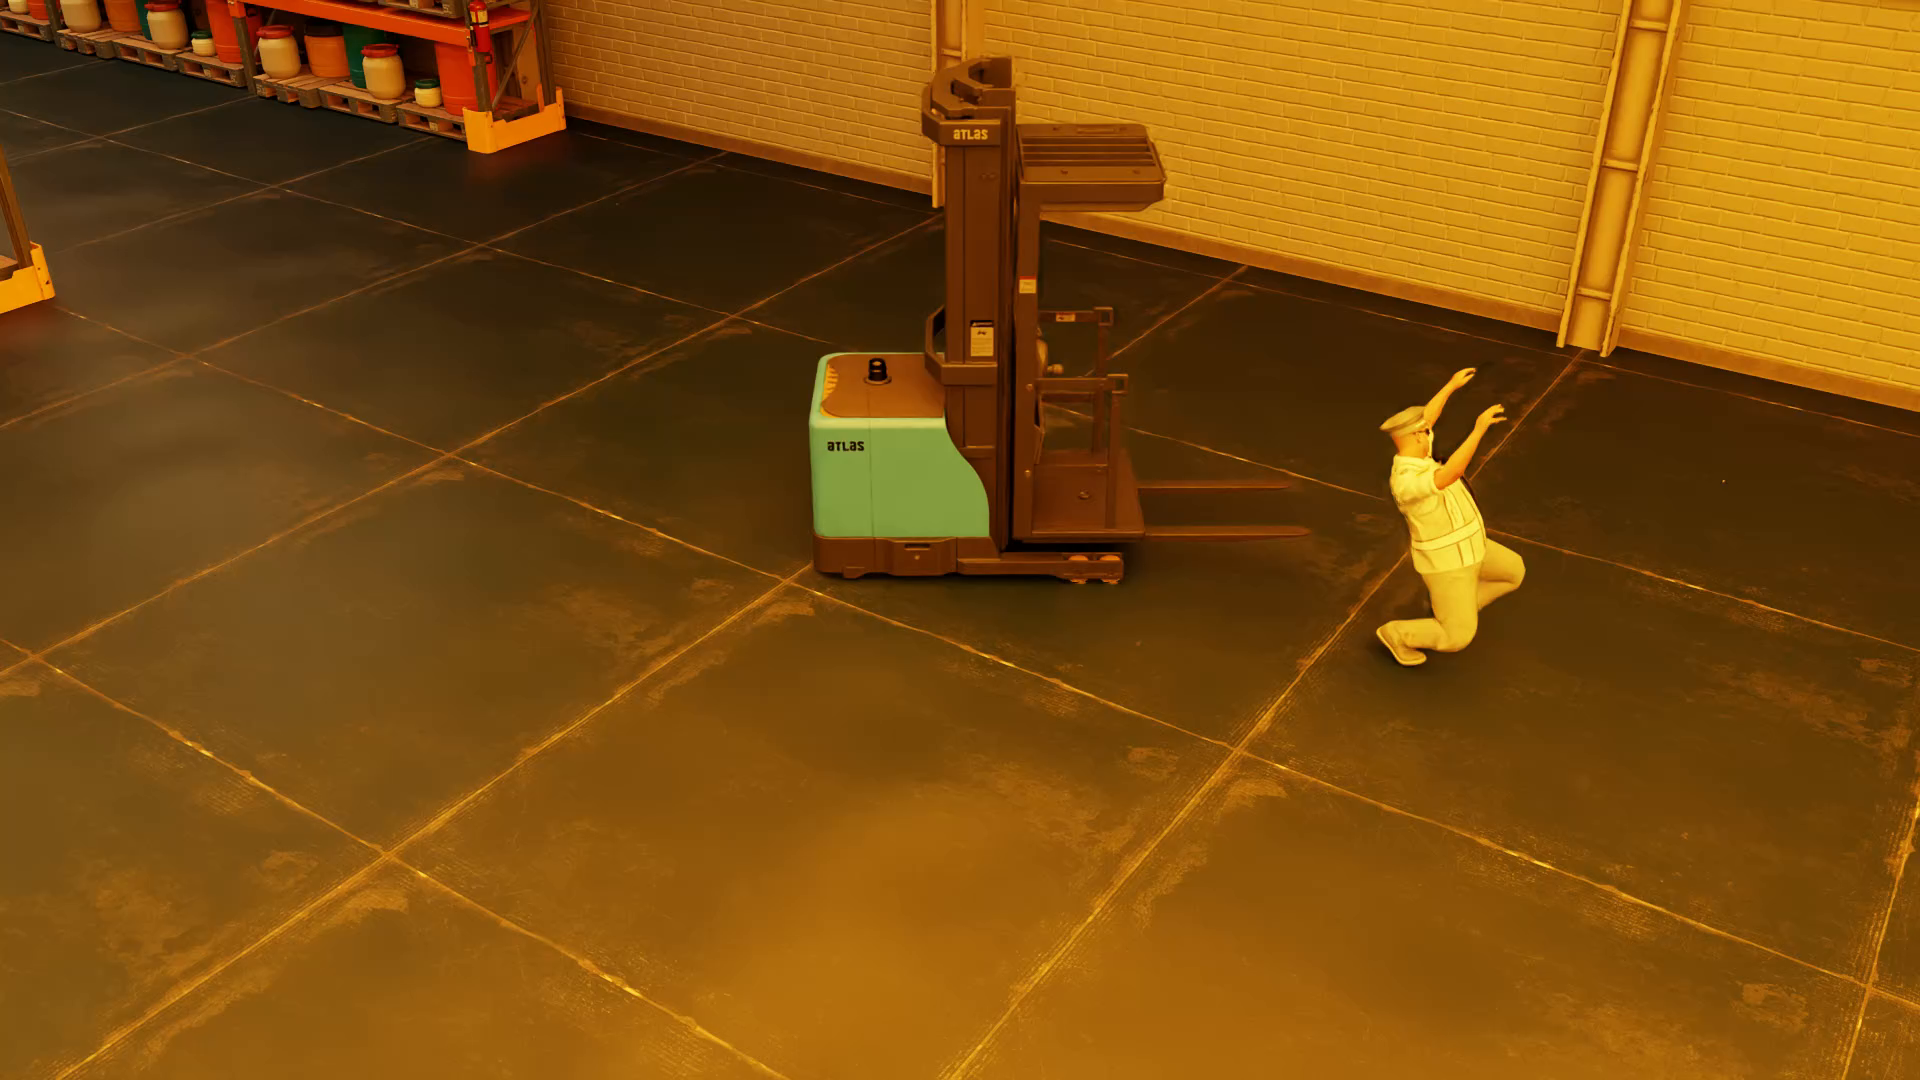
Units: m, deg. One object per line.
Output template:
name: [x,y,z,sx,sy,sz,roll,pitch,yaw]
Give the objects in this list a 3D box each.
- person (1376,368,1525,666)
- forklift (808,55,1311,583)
person: [2.693,-0.119,9.115,0.857,1.685,1.078,14,33,22]
forklift: [0.622,-1.275,9.777,3.031,2.935,1.130,0,30,0]
